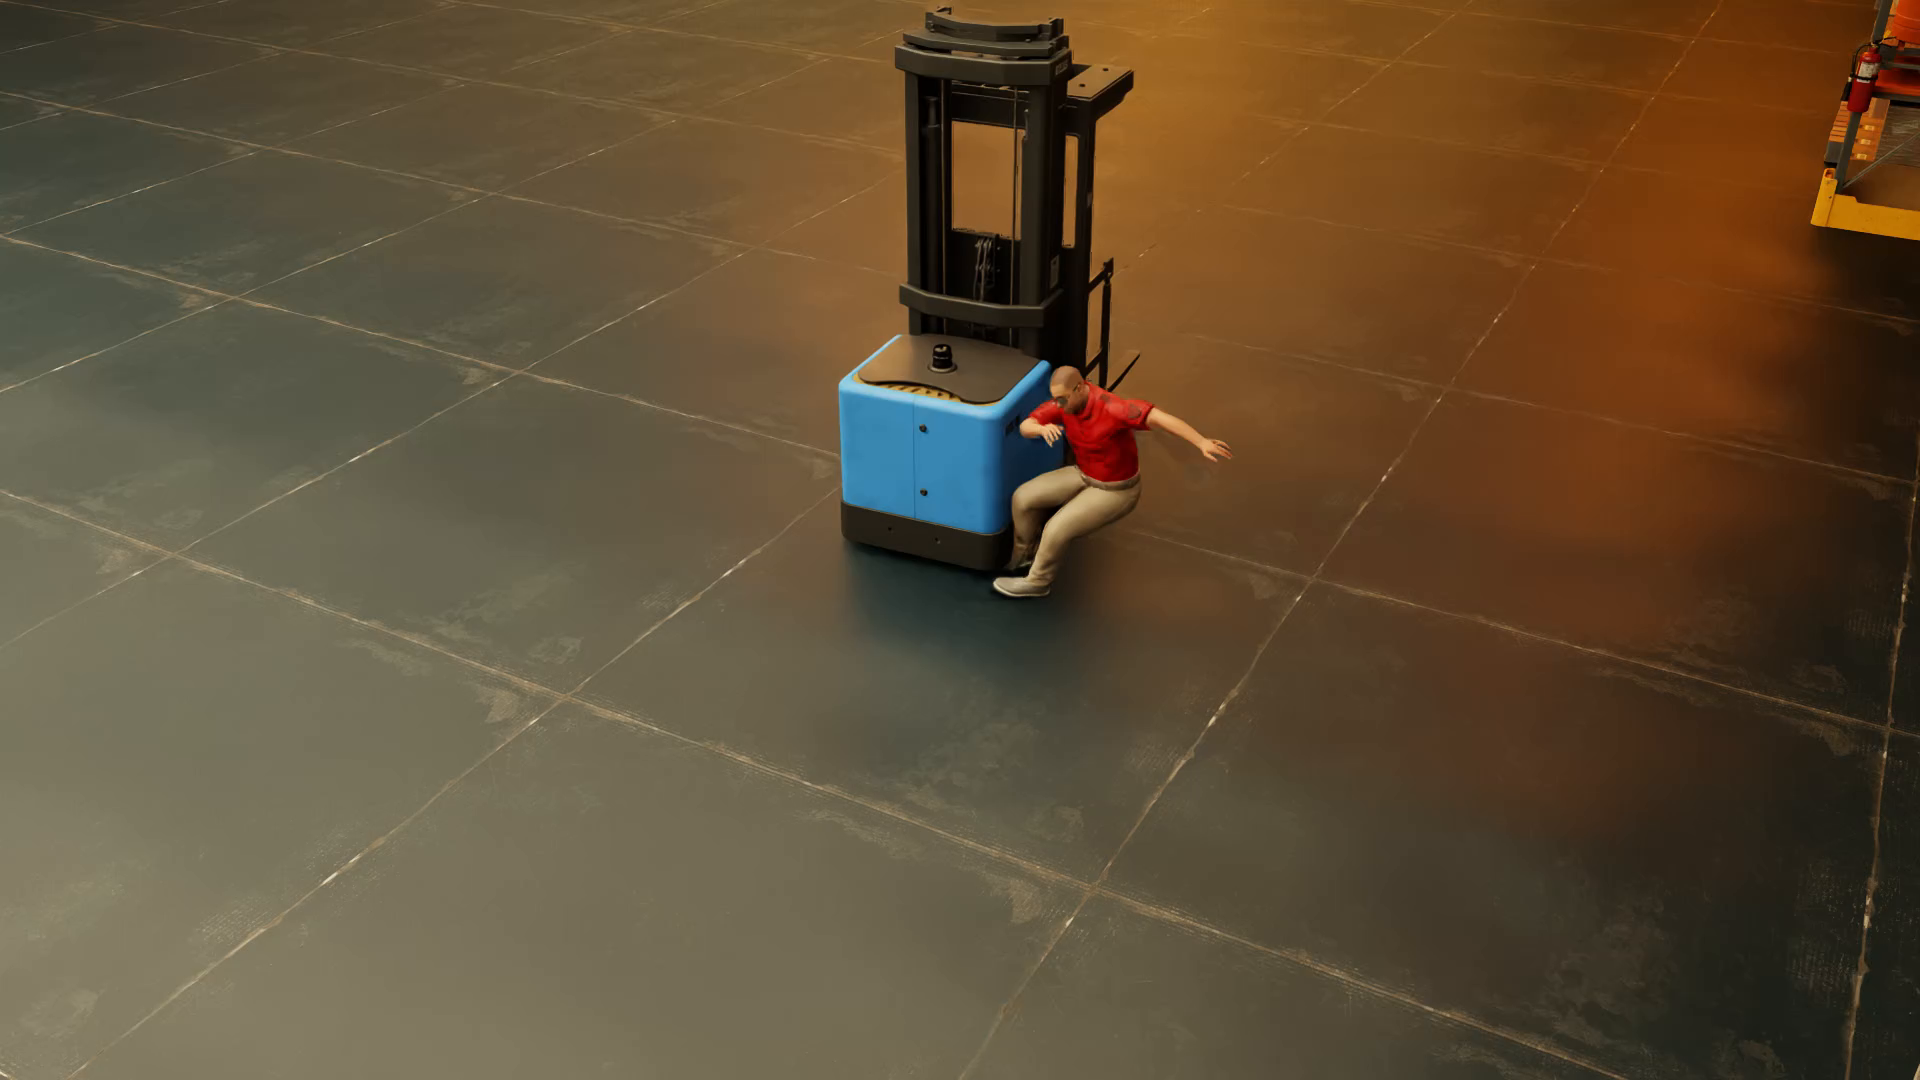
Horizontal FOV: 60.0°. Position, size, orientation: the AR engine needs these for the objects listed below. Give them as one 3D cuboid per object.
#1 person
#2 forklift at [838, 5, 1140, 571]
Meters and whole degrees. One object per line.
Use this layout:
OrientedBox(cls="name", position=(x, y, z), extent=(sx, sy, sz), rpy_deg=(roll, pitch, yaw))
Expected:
OrientedBox(cls="person", position=(0.717, -0.237, 9.070), extent=(0.840, 1.427, 1.315), rpy_deg=(-18, 35, -29))
OrientedBox(cls="forklift", position=(0.360, -1.808, 10.203), extent=(1.130, 2.935, 3.031), rpy_deg=(13, 32, 21))
